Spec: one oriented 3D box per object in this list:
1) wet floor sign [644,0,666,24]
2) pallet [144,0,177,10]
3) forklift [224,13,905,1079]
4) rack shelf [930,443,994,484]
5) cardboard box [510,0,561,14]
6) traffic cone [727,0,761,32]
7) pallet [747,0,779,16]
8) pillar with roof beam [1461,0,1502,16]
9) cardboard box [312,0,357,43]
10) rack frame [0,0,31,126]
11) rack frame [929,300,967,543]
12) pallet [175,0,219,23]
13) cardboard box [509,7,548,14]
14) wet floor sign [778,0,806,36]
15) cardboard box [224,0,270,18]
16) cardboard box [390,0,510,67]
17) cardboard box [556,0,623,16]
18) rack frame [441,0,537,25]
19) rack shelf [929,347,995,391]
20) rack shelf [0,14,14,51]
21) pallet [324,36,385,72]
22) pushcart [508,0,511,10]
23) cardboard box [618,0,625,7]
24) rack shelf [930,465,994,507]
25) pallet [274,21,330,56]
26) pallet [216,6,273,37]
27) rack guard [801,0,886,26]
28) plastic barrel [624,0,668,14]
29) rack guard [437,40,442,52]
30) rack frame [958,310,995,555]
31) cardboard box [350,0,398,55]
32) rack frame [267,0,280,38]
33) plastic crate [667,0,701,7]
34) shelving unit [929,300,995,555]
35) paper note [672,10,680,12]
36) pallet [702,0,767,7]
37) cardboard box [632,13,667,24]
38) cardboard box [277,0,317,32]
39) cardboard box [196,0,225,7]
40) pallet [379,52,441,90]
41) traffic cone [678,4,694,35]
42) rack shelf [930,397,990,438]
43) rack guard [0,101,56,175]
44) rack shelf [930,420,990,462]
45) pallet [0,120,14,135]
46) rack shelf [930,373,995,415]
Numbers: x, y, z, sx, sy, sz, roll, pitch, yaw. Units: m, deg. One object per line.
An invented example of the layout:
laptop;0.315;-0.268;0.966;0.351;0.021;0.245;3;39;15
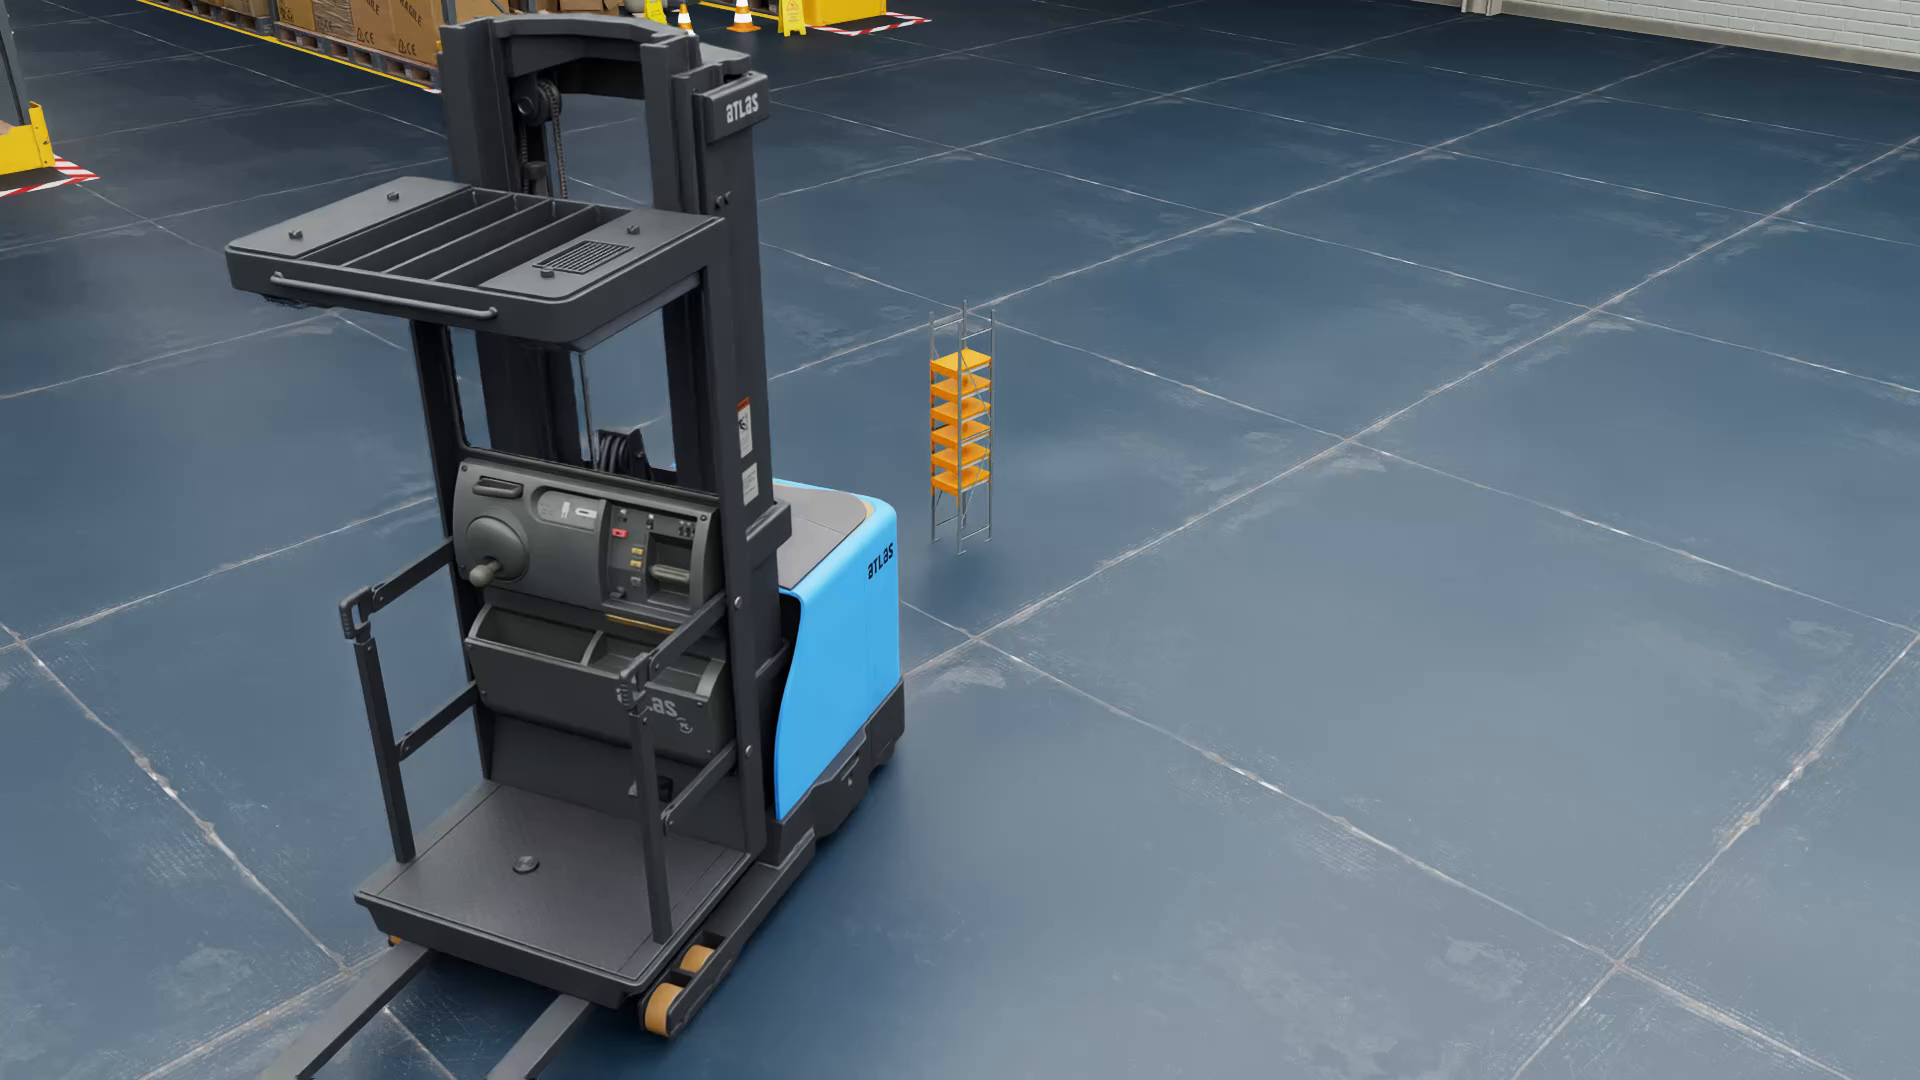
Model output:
wet floor sign;-3.357;-5.644;18.291;0.232;0.644;0.267;18;33;30
pallet;-9.961;-7.133;21.588;1.213;0.211;1.003;25;36;38
forklift;-1.268;0.048;5.010;1.130;2.935;3.031;11;30;20
rack shelf;0.010;-0.381;8.038;0.180;0.103;0.258;25;36;38
cardboard box;-5.067;-6.705;20.315;0.503;0.637;0.797;25;36;38
traffic cone;-2.578;-6.304;19.741;0.334;0.463;0.336;25;36;38
pallet;-1.976;-6.782;20.921;1.213;0.211;1.003;25;36;38
pillar with roof beam;3.506;-9.158;15.998;0.400;9.000;9.100;25;36;38
cardboard box;-6.573;-6.068;18.399;0.875;0.875;0.875;25;37;39
rack frame;-8.315;-4.426;13.444;0.127;3.000;1.000;25;36;38
rack frame;-0.055;-0.556;8.019;0.006;1.200;0.240;25;36;38
pallet;-9.095;-6.735;20.831;1.213;0.211;1.003;25;36;38
cardboard box;-5.101;-6.184;19.726;0.396;0.266;0.258;-18;33;-31
wet floor sign;-1.982;-6.255;19.453;0.267;0.644;0.232;-13;30;-22
cardboard box;-8.124;-6.707;19.748;0.750;0.750;1.050;24;36;38
cardboard box;-5.296;-5.484;17.287;0.875;0.875;0.875;25;37;39
cardboard box;-4.395;-6.342;19.771;0.637;0.503;0.797;2;28;4
rack frame;-4.766;-6.039;16.511;0.127;3.000;1.000;25;36;38
rack shelf;0.010;-0.806;7.815;0.180;0.103;0.258;25;36;38
rack shelf;-9.741;-4.760;14.852;4.000;0.370;1.077;25;36;38
pallet;-6.256;-5.437;18.364;1.213;0.211;1.003;25;36;38
pushcart;-5.783;-7.086;21.321;0.936;0.377;1.648;12;30;22
cardboard box;-4.410;-7.113;21.238;0.500;0.500;0.500;-3;28;-5
rack shelf;0.010;-0.275;8.094;0.180;0.103;0.258;25;36;38
pallet;-7.131;-5.836;19.121;1.213;0.211;1.003;25;36;38
pallet;-8.221;-6.336;20.074;1.213;0.211;1.003;25;36;38
rack guard;-1.422;-6.633;20.327;0.348;0.500;1.175;25;36;38
plastic barrel;-3.902;-6.746;20.624;0.512;0.421;0.421;-3;28;-5
rack guard;-4.749;-4.925;17.078;0.348;0.500;1.175;25;36;38
rack frame;0.076;-0.496;7.905;0.006;1.200;0.240;25;36;38
cardboard box;-5.925;-5.770;17.832;0.875;0.875;0.875;24;36;38
rack frame;-7.618;-7.344;18.994;0.127;3.000;1.000;25;36;38
plastic crate;-3.675;-6.943;21.368;0.583;0.080;0.402;12;30;22
shelving unit;0.010;-0.526;7.962;0.189;1.200;0.258;25;36;38
paper note;-3.525;-6.647;20.859;0.148;0.019;0.142;12;30;22
pallet;-2.842;-7.180;21.678;1.213;0.211;1.003;25;36;38
cardboard box;-3.718;-6.210;19.900;0.380;0.149;0.250;-7;29;-14
cardboard box;-7.219;-6.361;18.956;0.875;0.875;0.875;-25;36;-38
cardboard box;-8.809;-7.023;20.349;0.750;0.750;1.050;25;36;38
pallet;-5.391;-5.039;17.607;1.213;0.211;1.003;25;36;38
traffic cone;-3.114;-5.825;18.830;0.334;0.463;0.336;25;36;38
rack shelf;0.010;-0.593;7.927;0.180;0.103;0.258;25;36;38
rack guard;-8.369;-3.344;14.073;0.348;0.500;1.175;25;36;38
rack shelf;0.010;-0.487;7.982;0.180;0.103;0.258;25;36;38
pallet;-8.924;-3.493;14.666;1.213;0.211;1.003;25;36;38
rack shelf;0.010;-0.699;7.871;0.180;0.103;0.258;25;36;38
